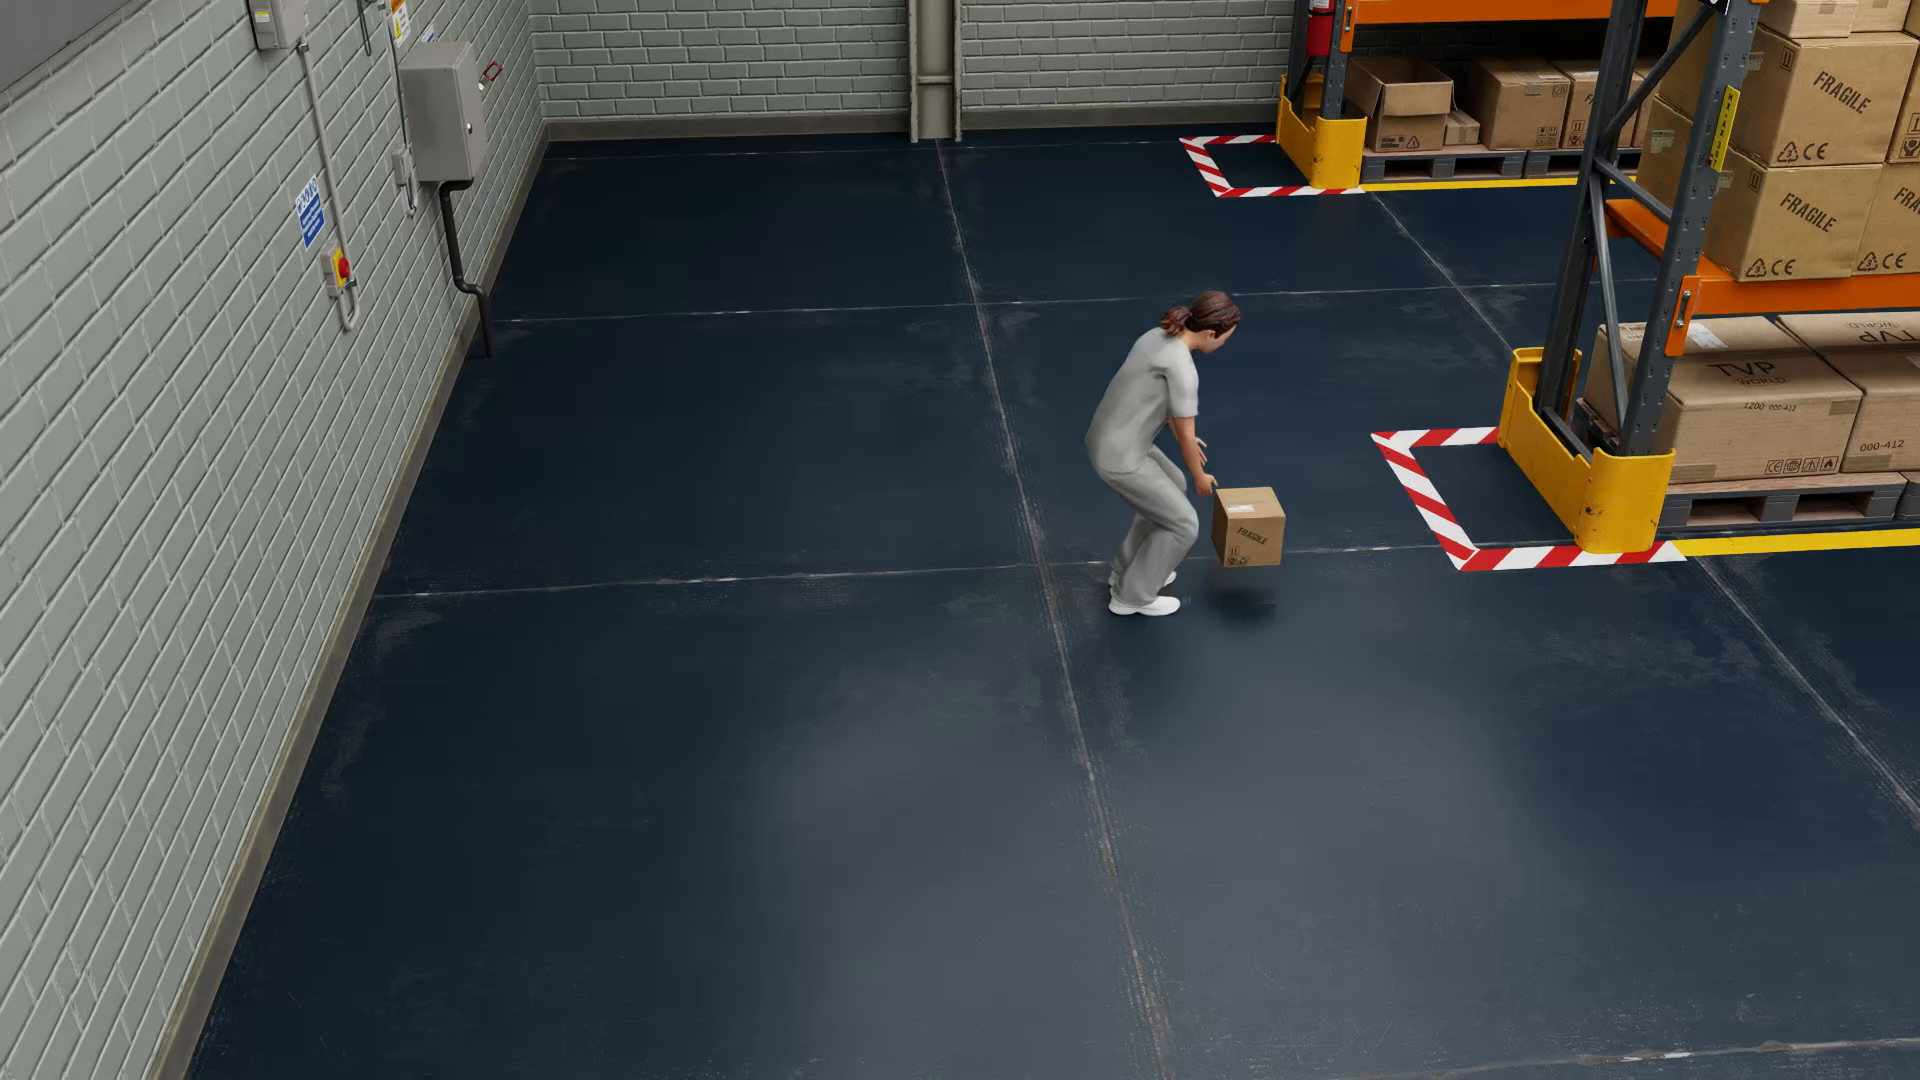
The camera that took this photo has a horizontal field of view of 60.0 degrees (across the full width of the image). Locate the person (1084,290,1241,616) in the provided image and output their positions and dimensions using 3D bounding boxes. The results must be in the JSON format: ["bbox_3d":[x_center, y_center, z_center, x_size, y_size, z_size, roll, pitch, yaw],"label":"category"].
[{"bbox_3d":[0.829,-0.376,7.009,0.615,1.418,0.490,-3,31,-4],"label":"person"}]
